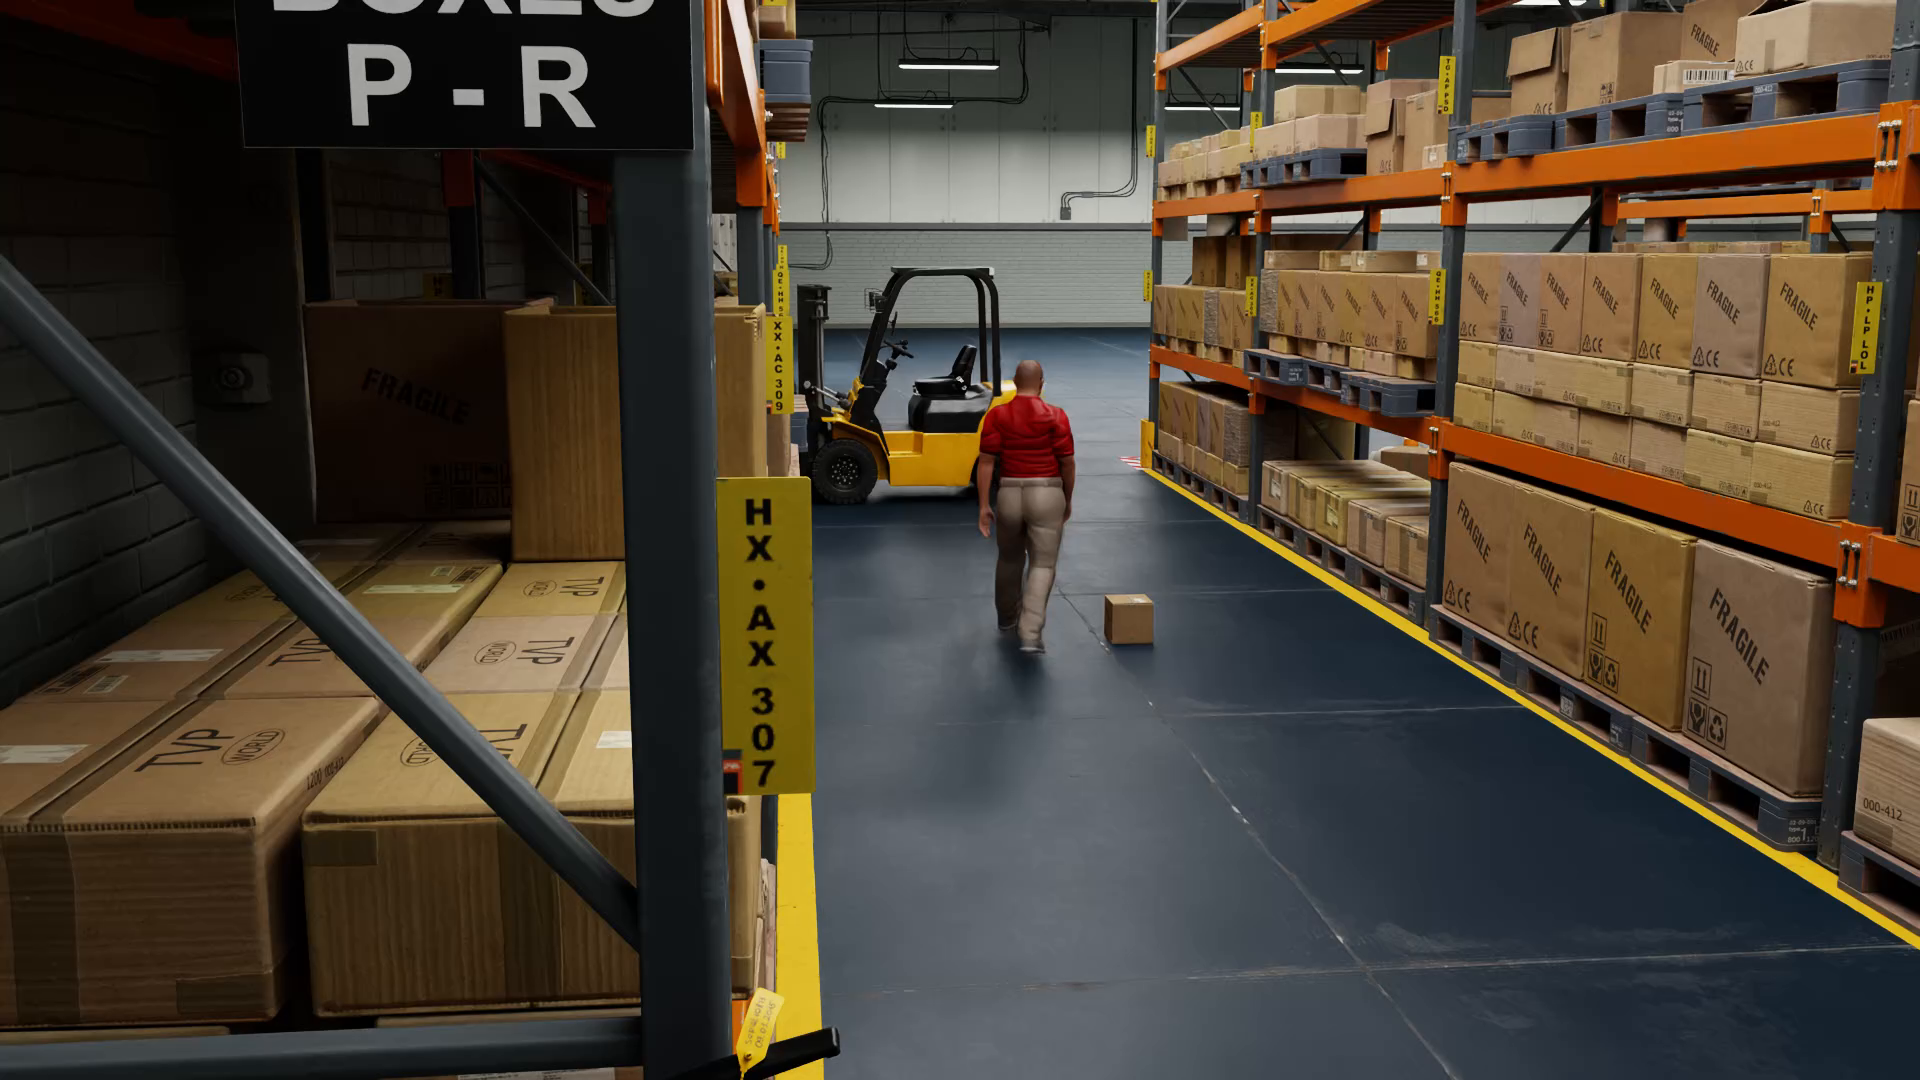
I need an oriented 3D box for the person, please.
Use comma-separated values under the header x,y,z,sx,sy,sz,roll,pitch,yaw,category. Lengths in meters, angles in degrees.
x,y,z,sx,sy,sz,roll,pitch,yaw,category
0.407,-0.225,9.738,0.590,1.671,0.967,4,11,24,person
